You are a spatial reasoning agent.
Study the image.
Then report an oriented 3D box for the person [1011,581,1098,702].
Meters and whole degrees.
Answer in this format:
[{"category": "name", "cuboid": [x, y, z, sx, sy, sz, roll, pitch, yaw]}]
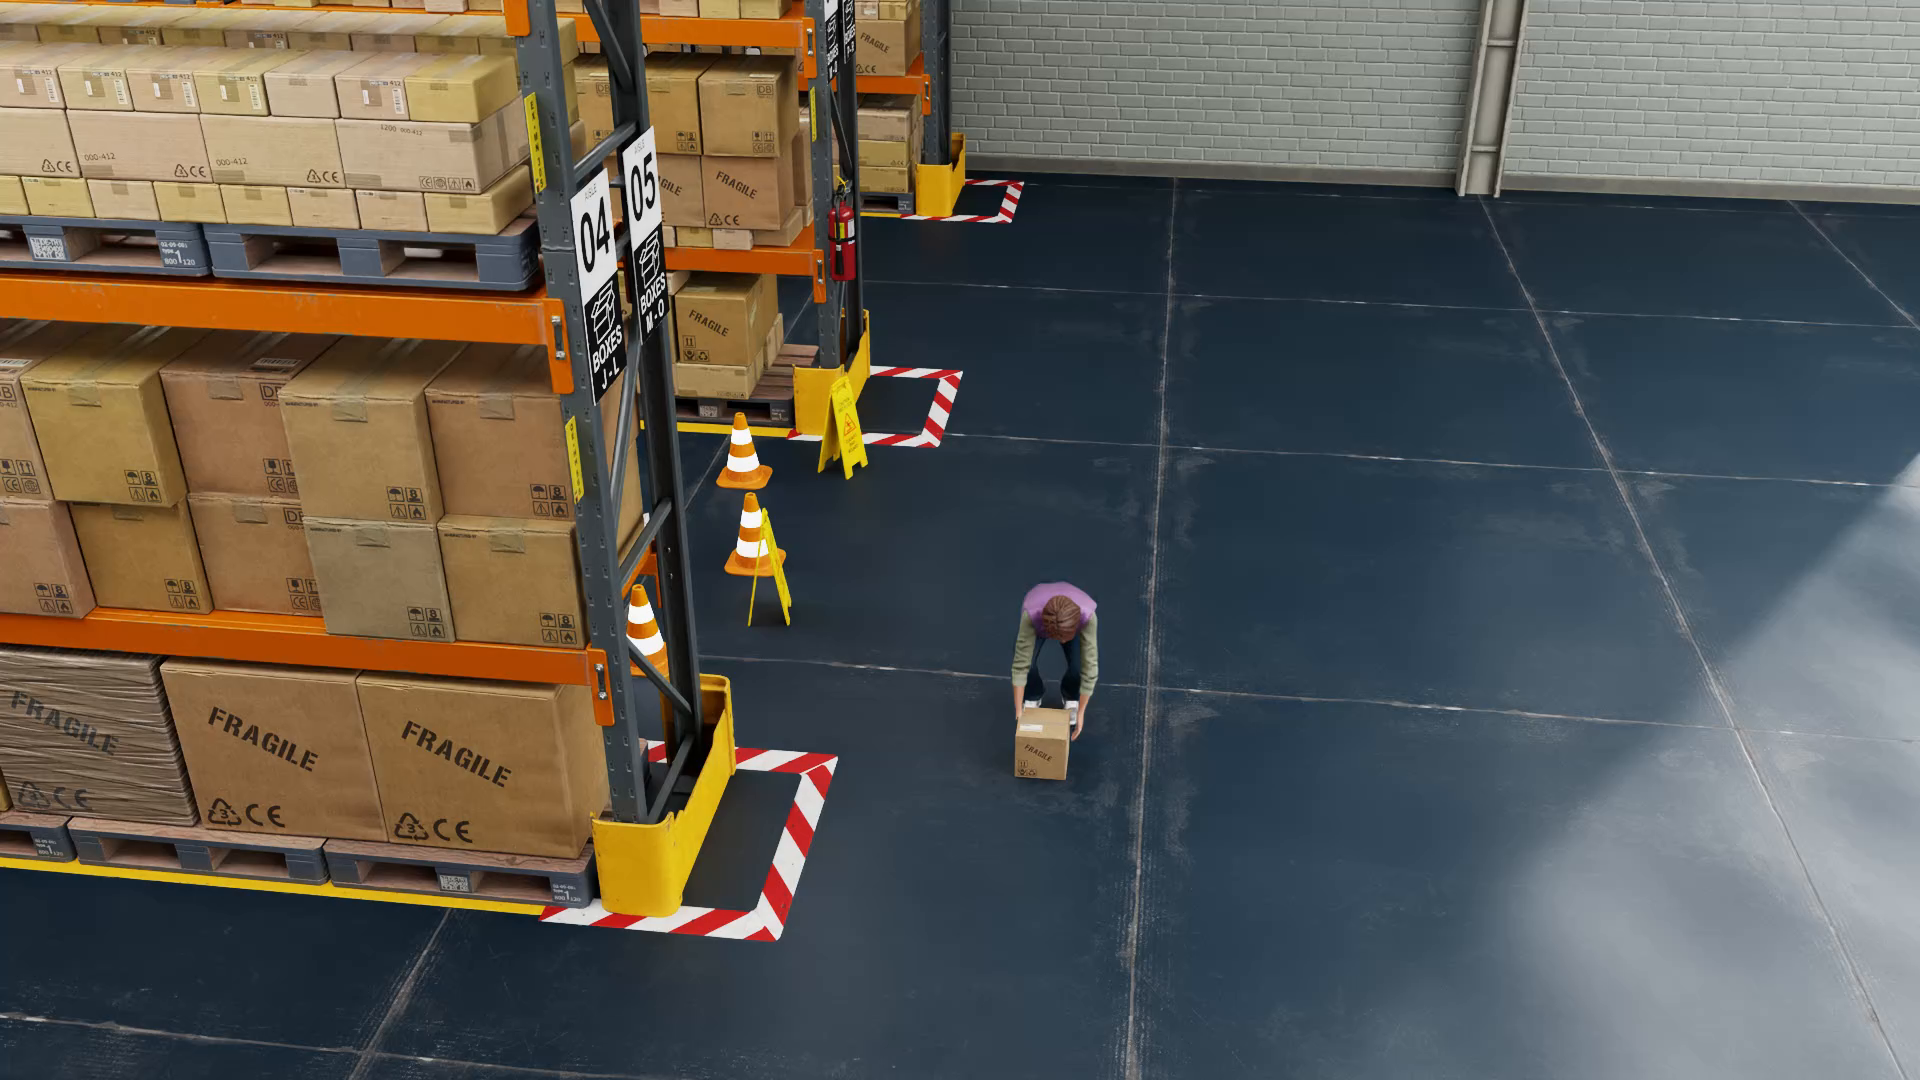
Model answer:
[{"category": "person", "cuboid": [0.491, 0.511, 8.422, 0.443, 0.768, 0.666, 3, 29, 6]}]
